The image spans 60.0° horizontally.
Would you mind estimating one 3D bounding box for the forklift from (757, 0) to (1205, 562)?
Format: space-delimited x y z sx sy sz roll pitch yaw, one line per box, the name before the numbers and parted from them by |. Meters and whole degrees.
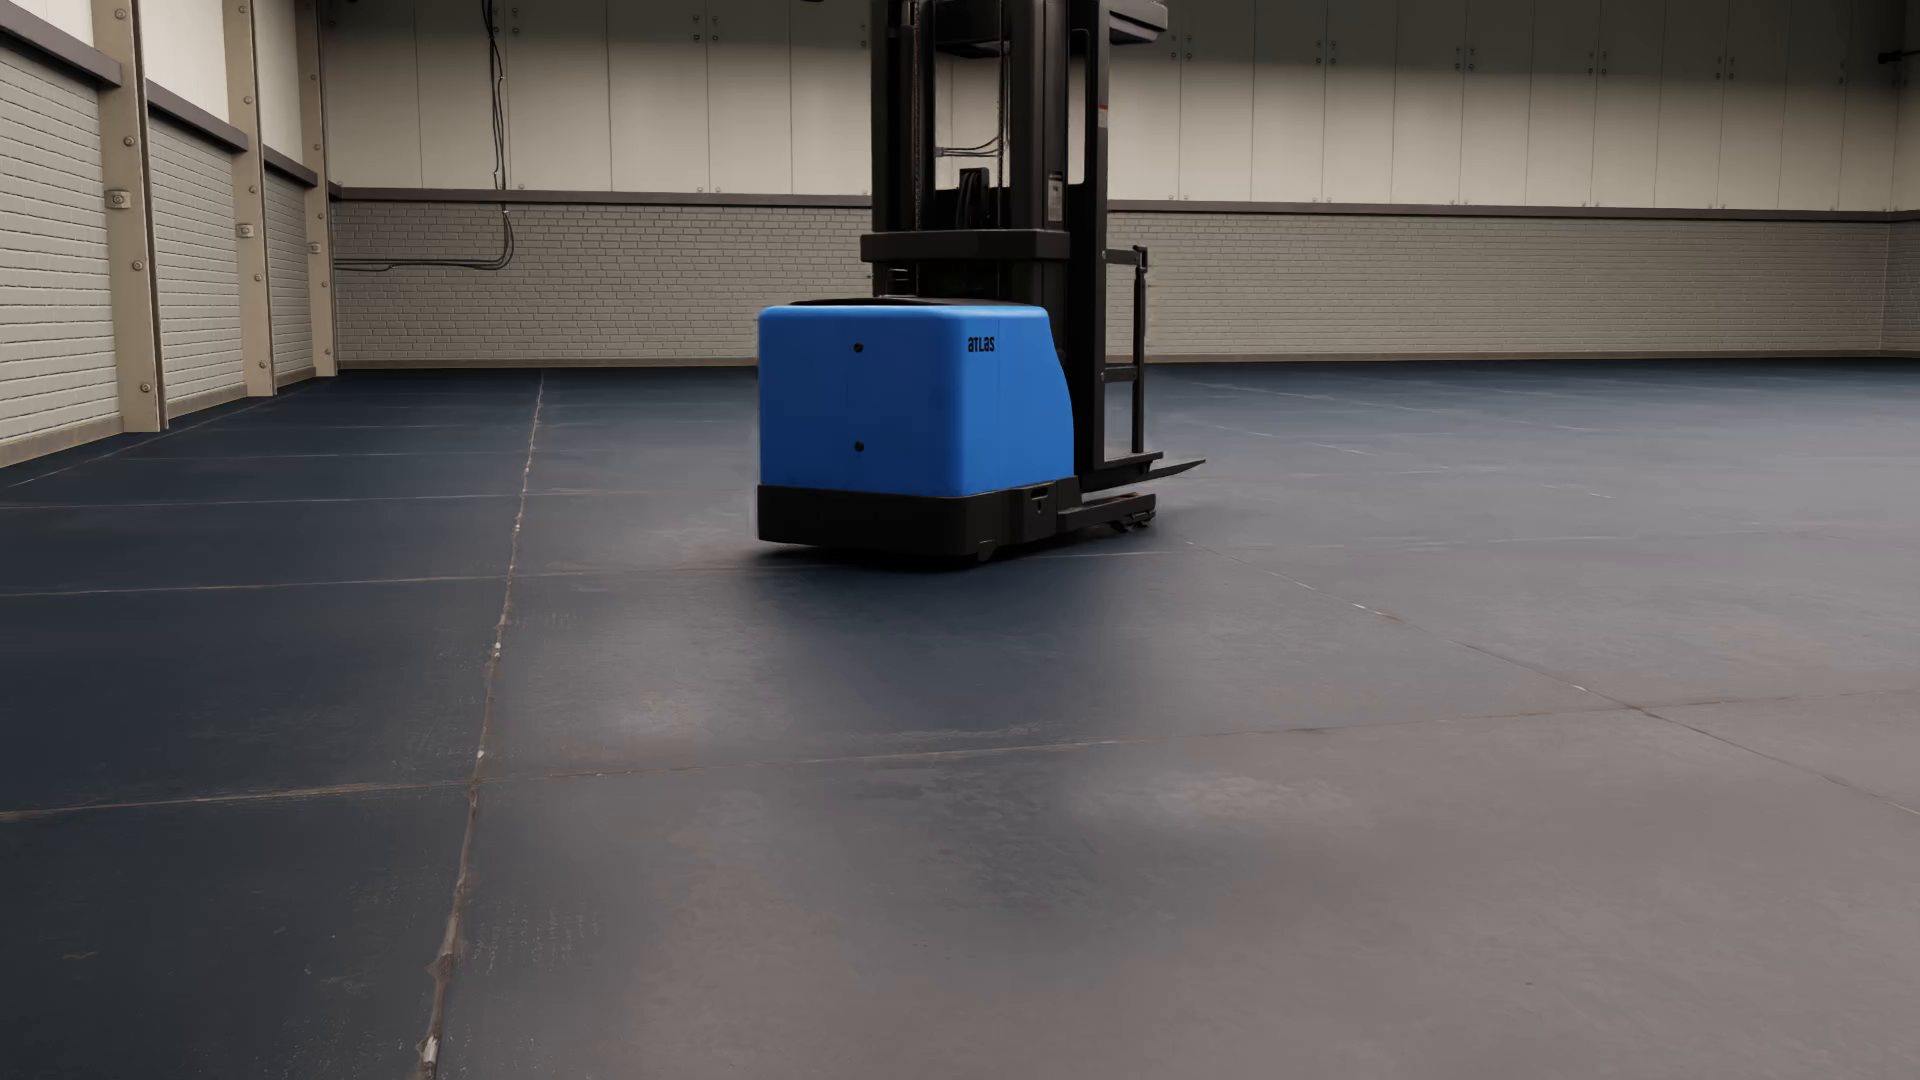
forklift | 0.310 -1.525 8.026 1.130 2.935 3.031 5 9 31
